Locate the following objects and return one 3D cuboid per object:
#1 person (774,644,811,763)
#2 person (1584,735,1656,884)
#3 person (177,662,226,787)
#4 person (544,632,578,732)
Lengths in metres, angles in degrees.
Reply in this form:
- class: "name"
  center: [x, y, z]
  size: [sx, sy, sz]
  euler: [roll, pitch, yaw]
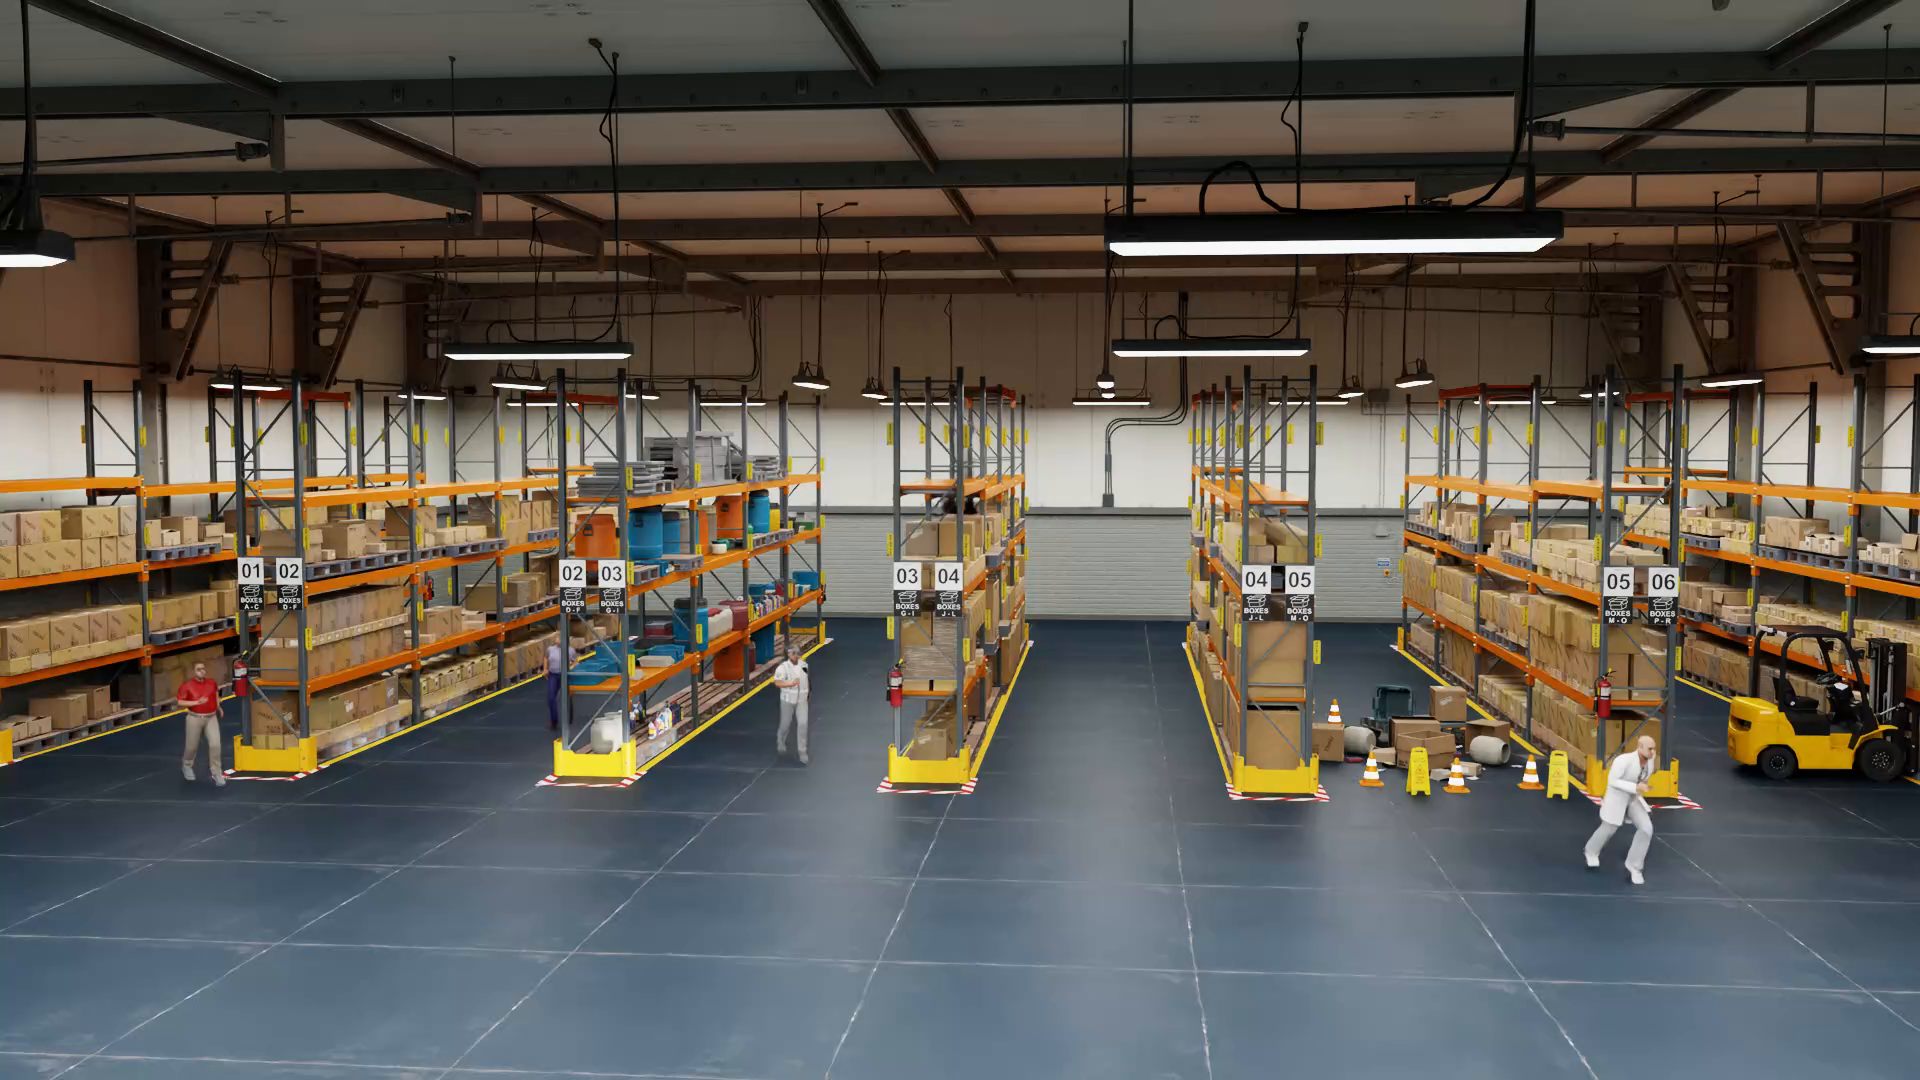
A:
- class: "person"
  center: [-2.592, 2.493, 25.792]
  size: [0.650, 1.790, 0.959]
  euler: [-2, 4, -24]
- class: "person"
  center: [7.522, 3.021, 18.889]
  size: [0.753, 1.734, 1.072]
  euler: [-1, 4, -22]
- class: "person"
  center: [-10.932, 2.639, 23.957]
  size: [0.659, 1.766, 0.891]
  euler: [-3, 5, -43]
- class: "person"
  center: [-6.843, 2.430, 28.500]
  size: [0.614, 1.715, 0.705]
  euler: [0, 4, -2]
